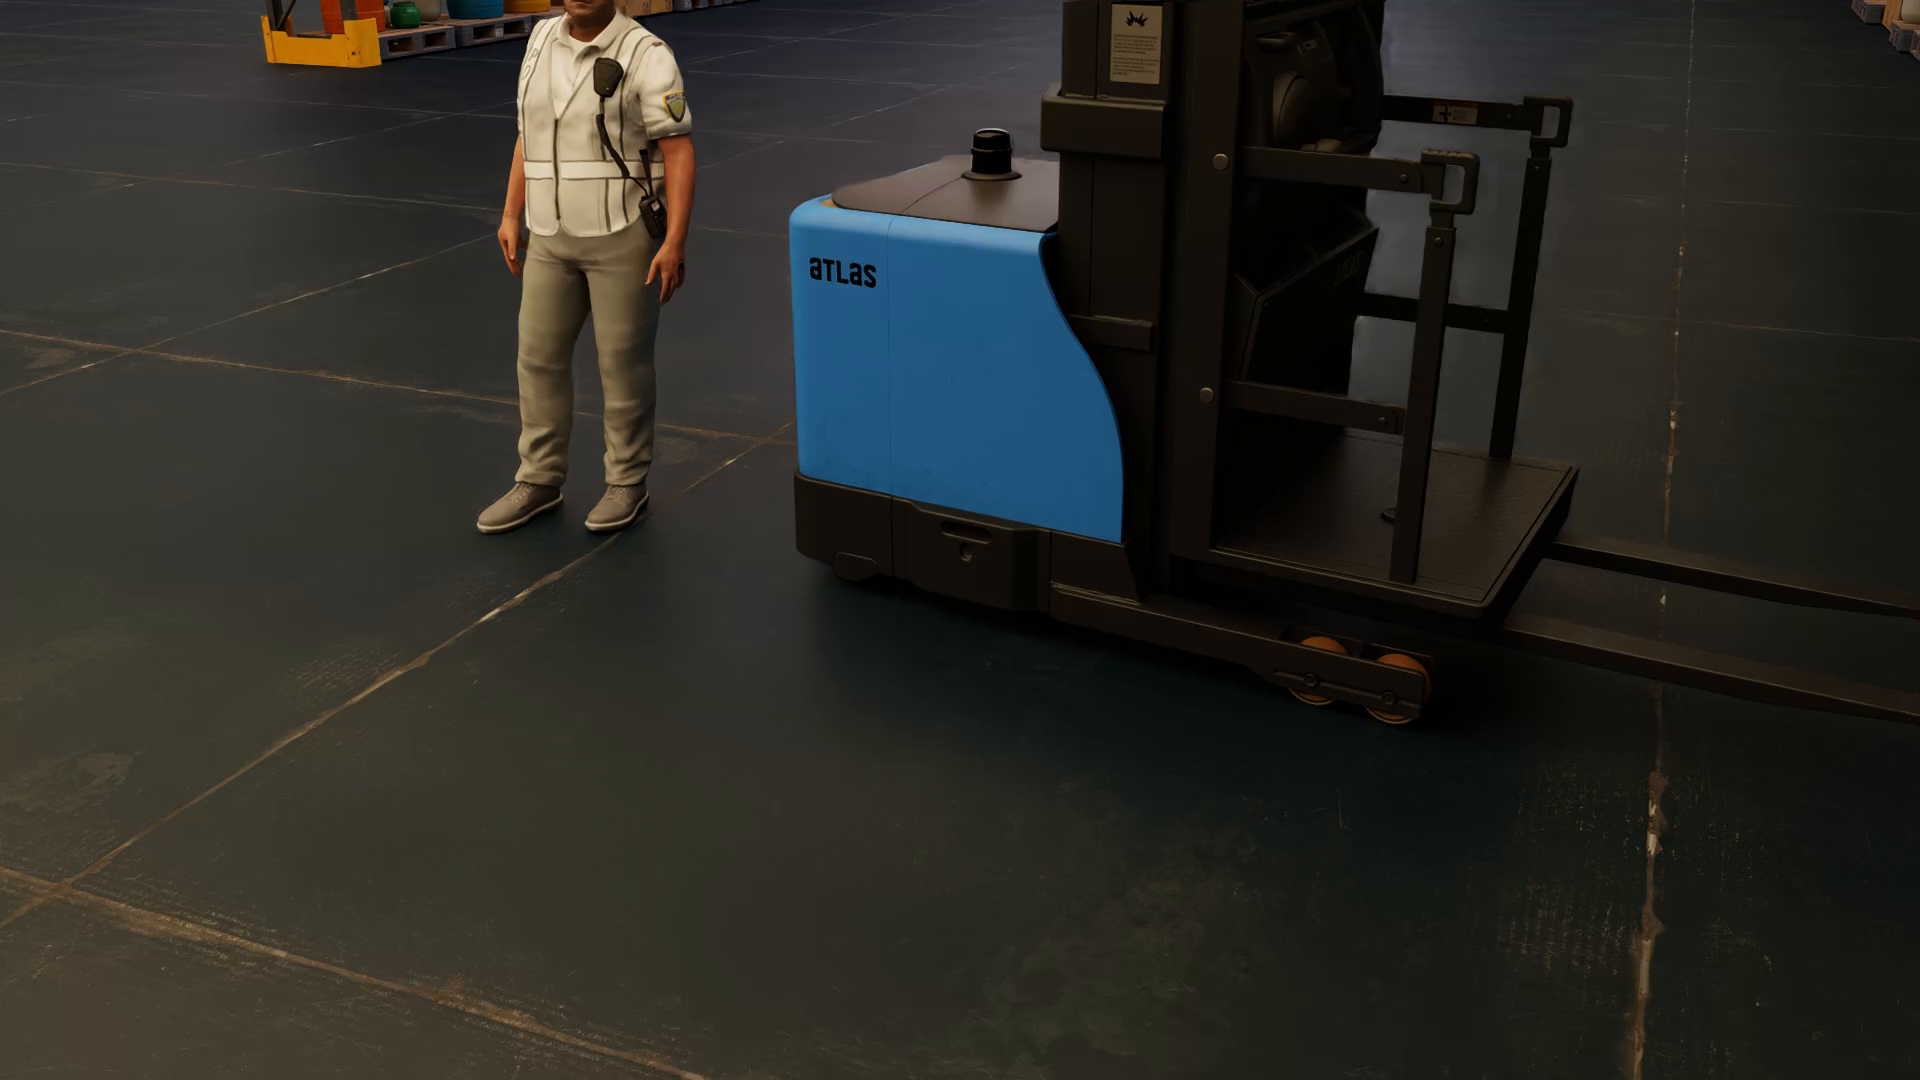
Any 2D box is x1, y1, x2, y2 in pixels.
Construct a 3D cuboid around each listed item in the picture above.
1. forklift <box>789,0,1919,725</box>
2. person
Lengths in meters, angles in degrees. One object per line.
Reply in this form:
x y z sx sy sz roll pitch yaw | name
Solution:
1.059 -1.140 4.021 3.031 2.935 1.130 12 26 27 | forklift
-1.117 -0.895 4.929 0.660 1.777 0.546 8 24 19 | person
